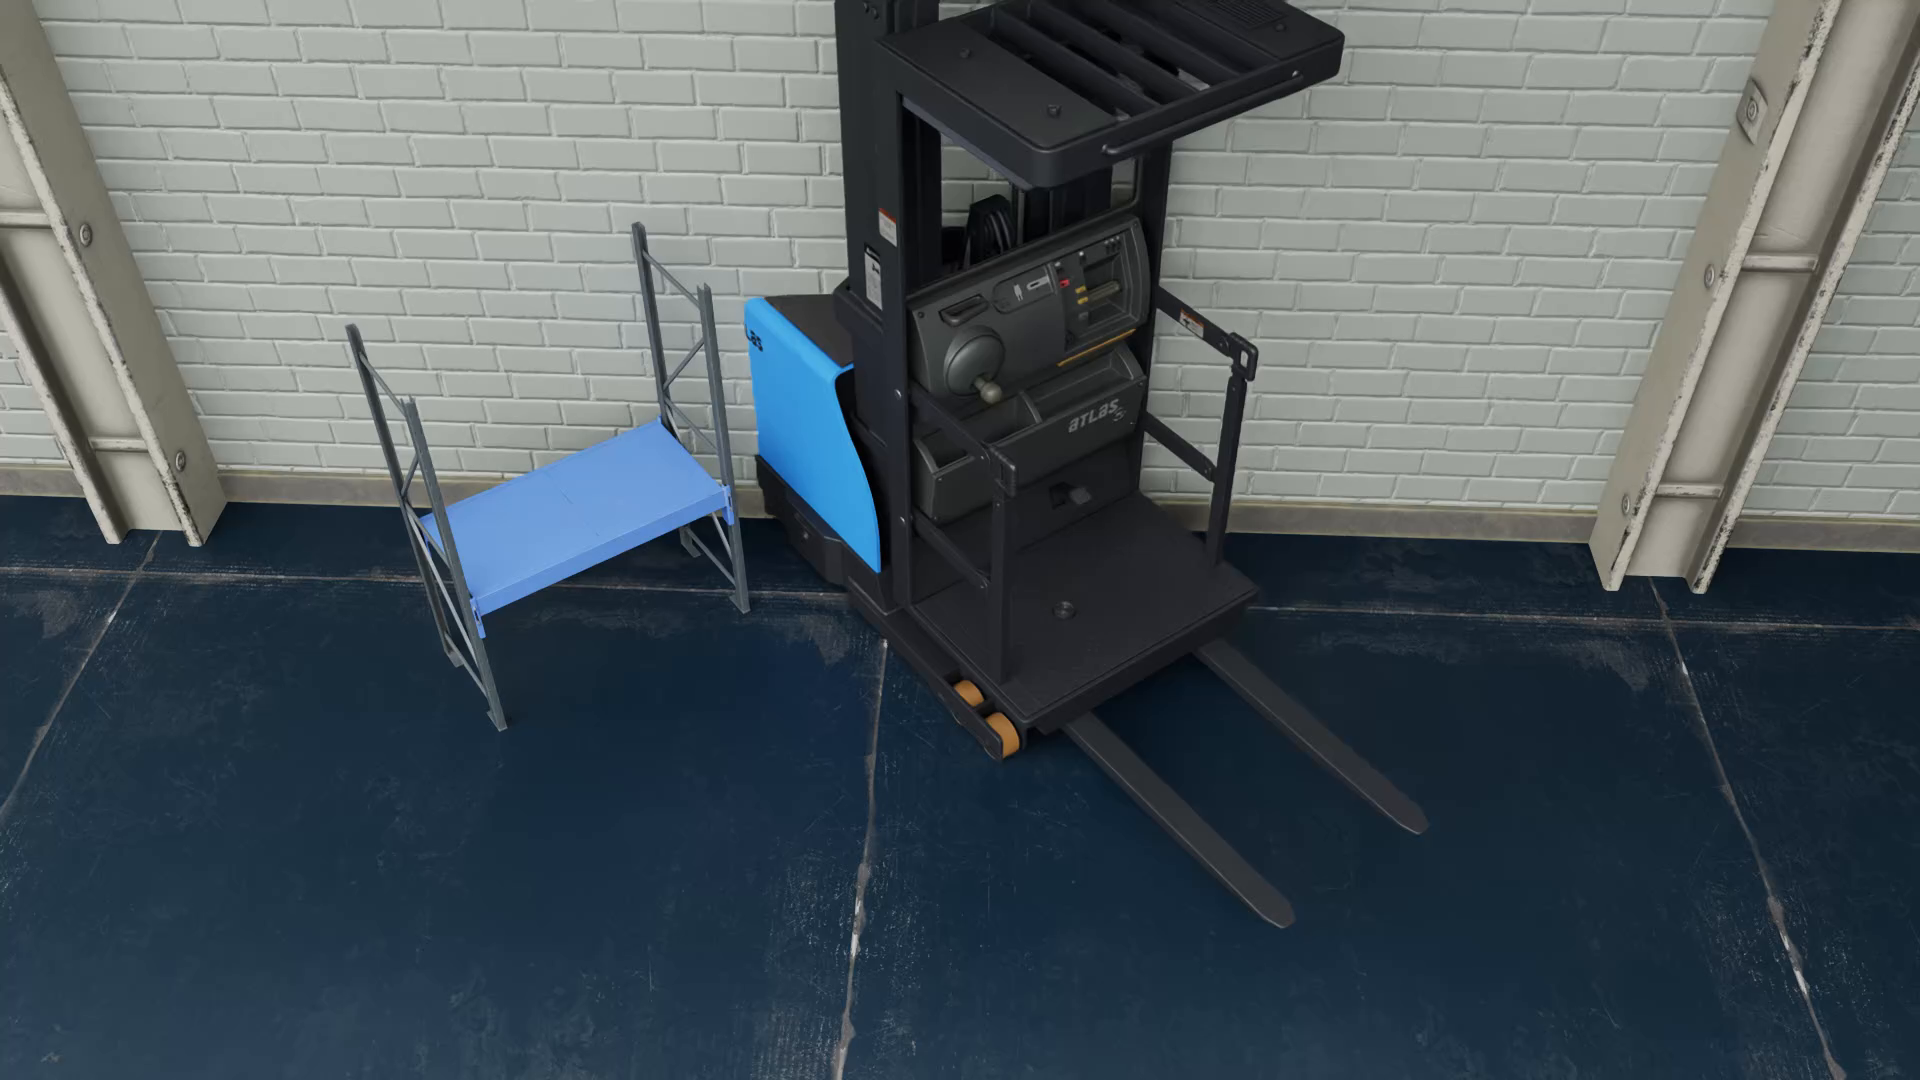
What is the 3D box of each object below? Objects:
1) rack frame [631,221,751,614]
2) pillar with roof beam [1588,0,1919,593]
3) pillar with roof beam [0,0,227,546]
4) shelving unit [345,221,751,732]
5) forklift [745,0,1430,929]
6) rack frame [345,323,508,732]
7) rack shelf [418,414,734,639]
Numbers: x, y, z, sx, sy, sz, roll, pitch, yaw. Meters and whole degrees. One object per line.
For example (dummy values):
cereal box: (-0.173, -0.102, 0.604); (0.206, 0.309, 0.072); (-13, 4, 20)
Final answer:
rack frame: (-0.972, -0.405, 6.084); (0.032, 1.500, 0.500); (-26, 49, -25)
pillar with roof beam: (2.546, -0.263, 0.430); (0.400, 9.000, 9.100); (2, 43, 2)
pillar with roof beam: (-3.448, -0.447, 0.628); (0.400, 9.000, 9.100); (2, 43, 2)
shelving unit: (-1.384, -0.202, 5.866); (1.048, 1.500, 0.538); (-26, 49, -25)
forklift: (0.375, -0.675, 5.325); (1.130, 2.935, 3.031); (-26, 49, -26)
rack frame: (-1.795, 0.002, 5.648); (0.032, 1.500, 0.500); (-26, 49, -25)
rack shelf: (-1.384, -0.070, 5.989); (1.000, 0.185, 0.538); (-26, 49, -25)
